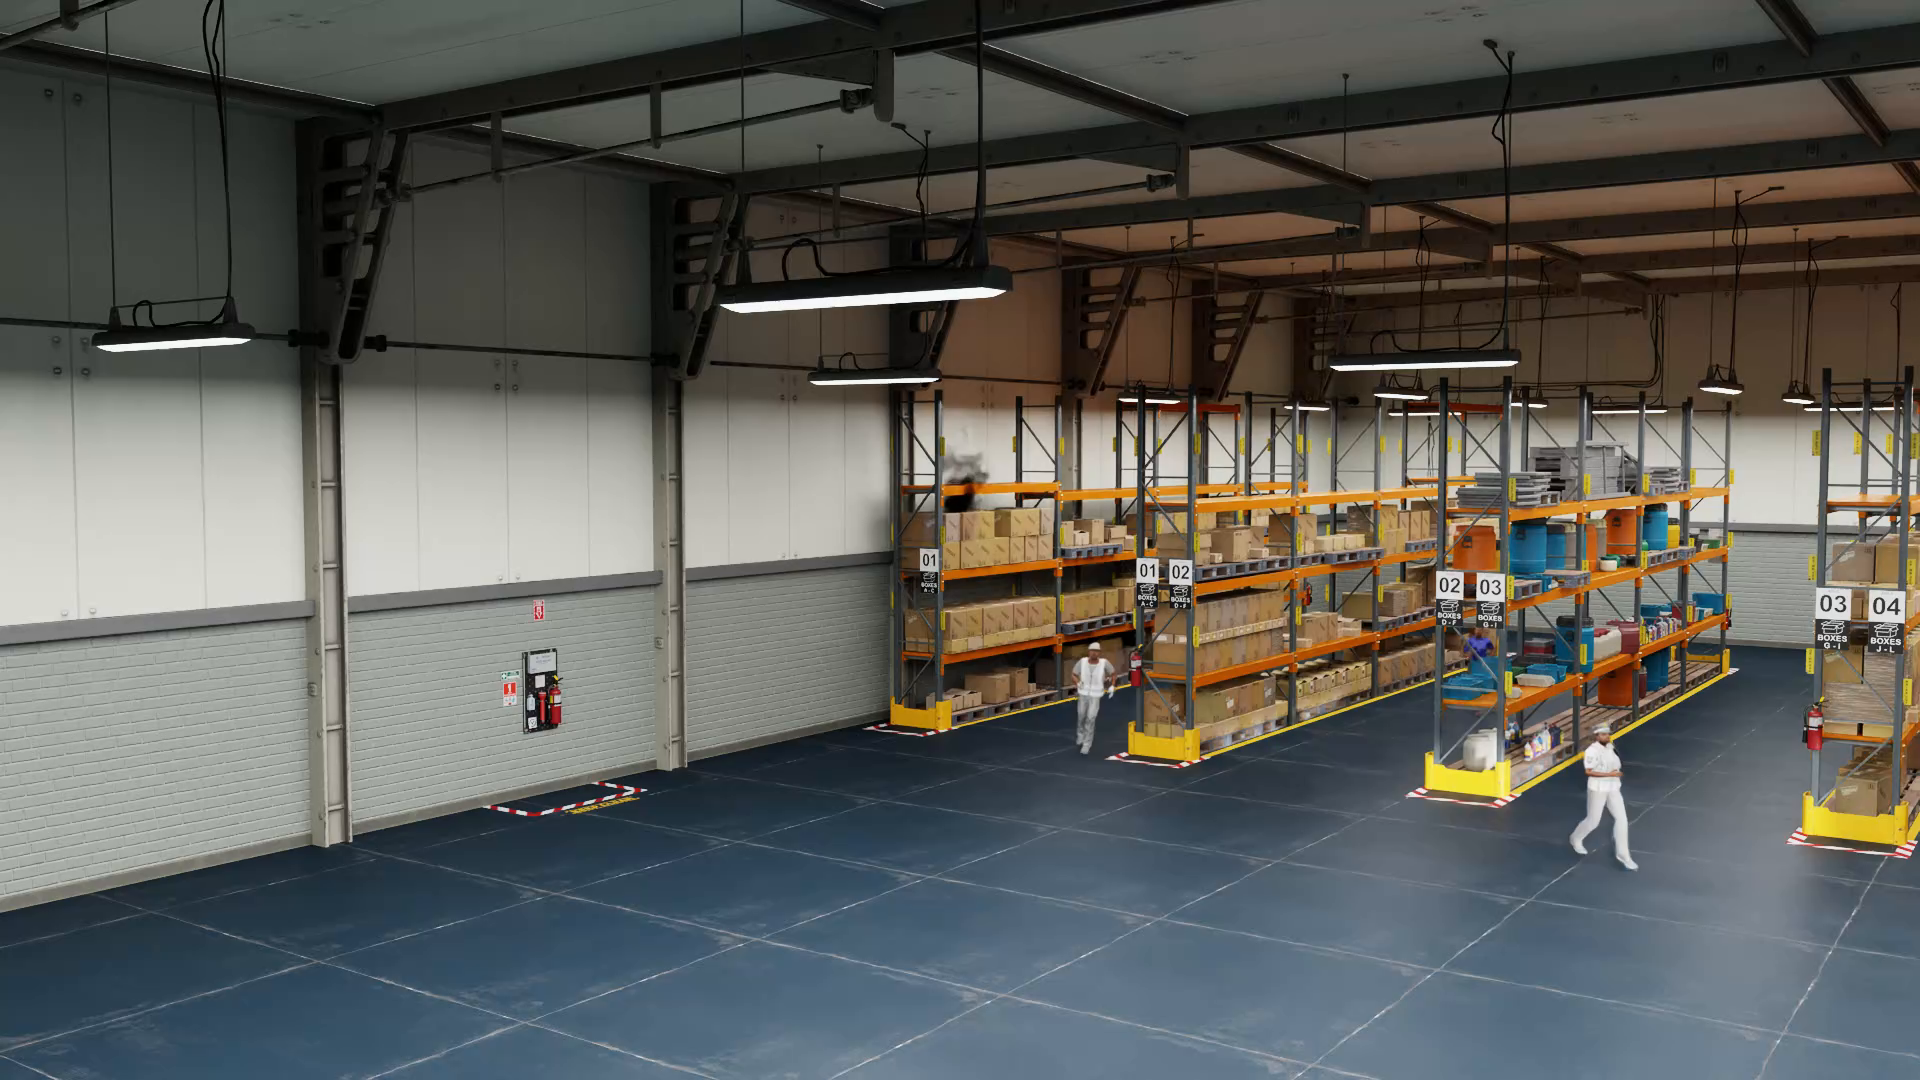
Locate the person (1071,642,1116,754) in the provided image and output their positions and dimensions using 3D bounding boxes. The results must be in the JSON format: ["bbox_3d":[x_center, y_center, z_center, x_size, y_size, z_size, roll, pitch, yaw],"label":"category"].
[{"bbox_3d":[2.179,2.561,27.312,0.737,1.784,0.909,1,3,13],"label":"person"}]

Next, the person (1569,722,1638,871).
[{"bbox_3d":[7.755,3.027,19.992,0.583,1.706,0.935,-1,3,-19],"label":"person"}]

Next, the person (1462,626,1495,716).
[{"bbox_3d":[9.711,2.411,31.174,0.581,1.658,0.870,1,3,20],"label":"person"}]
